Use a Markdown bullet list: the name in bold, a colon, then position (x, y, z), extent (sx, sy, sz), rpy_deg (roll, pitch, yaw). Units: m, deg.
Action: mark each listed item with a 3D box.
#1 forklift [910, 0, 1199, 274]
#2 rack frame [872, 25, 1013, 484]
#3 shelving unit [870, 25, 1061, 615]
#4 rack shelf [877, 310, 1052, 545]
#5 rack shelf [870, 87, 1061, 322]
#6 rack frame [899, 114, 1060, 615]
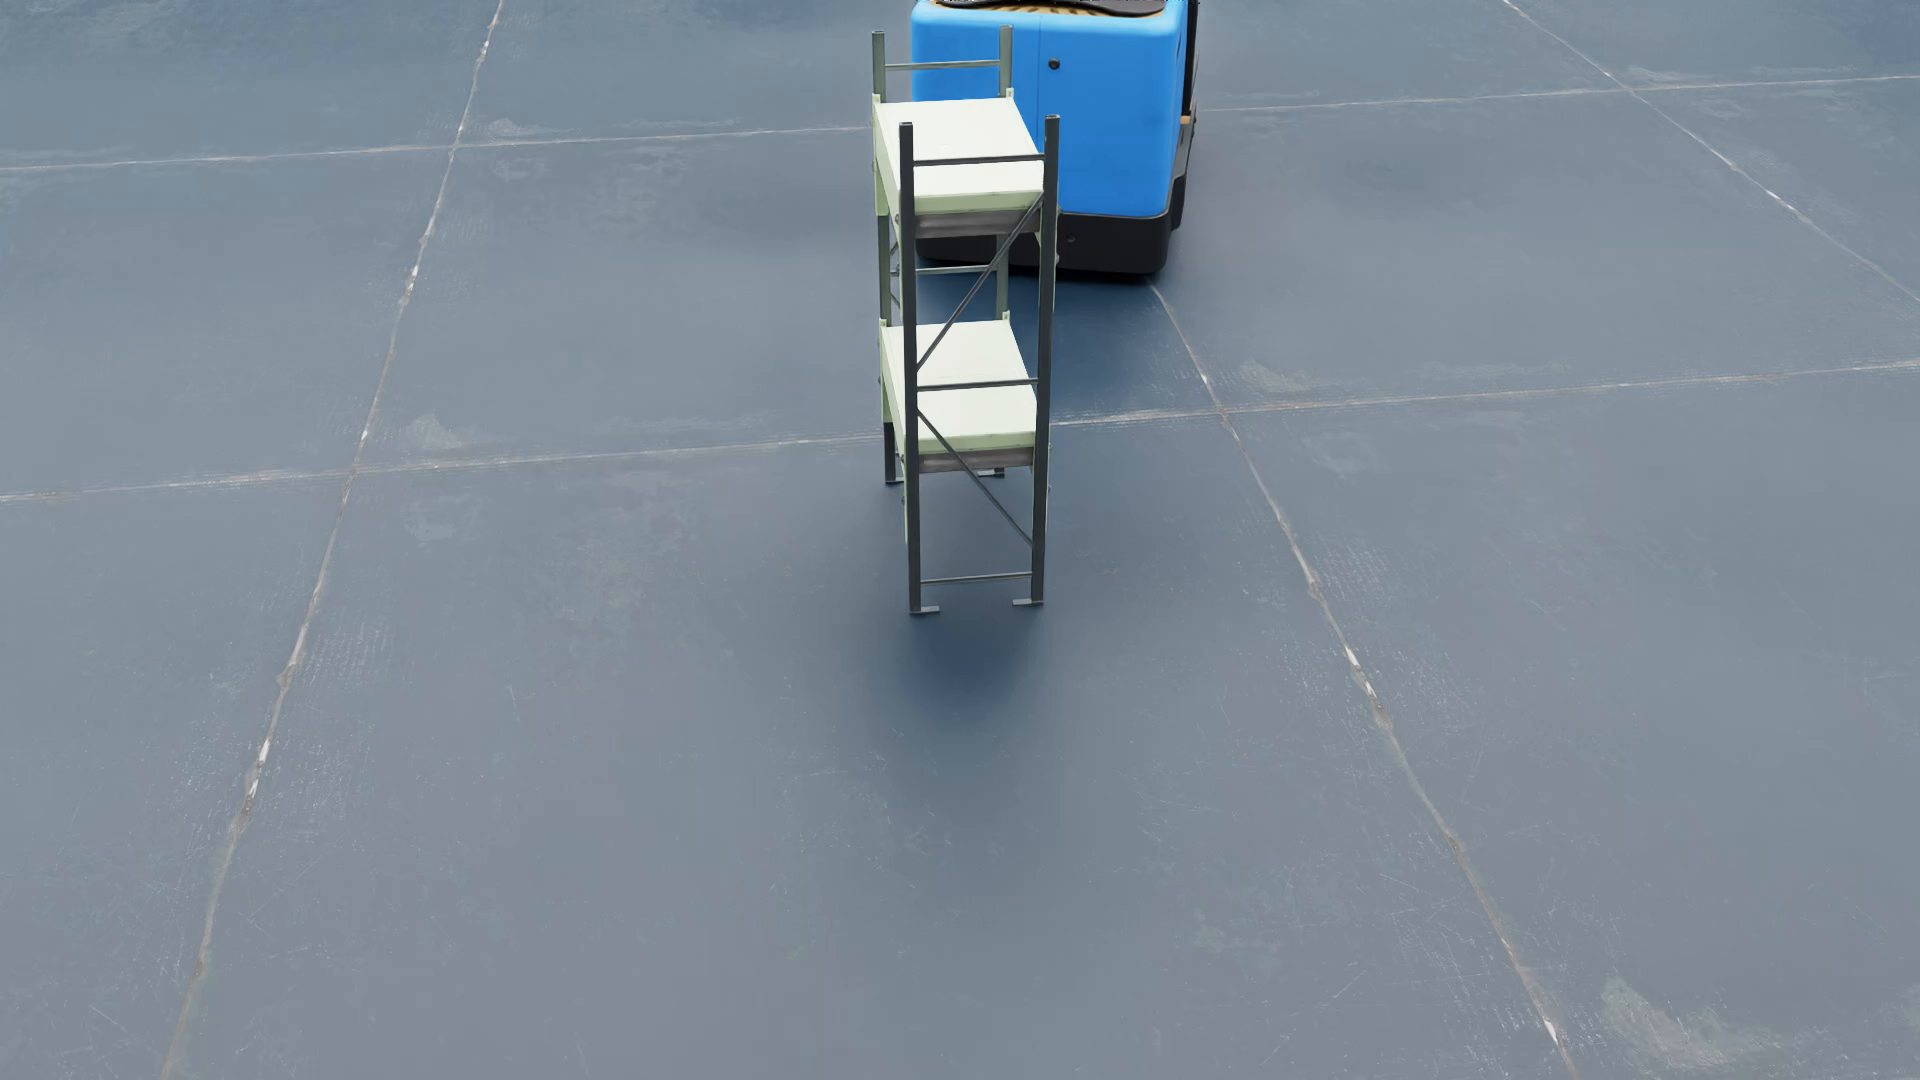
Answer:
- **forklift**: position (0.555, -3.103, 7.201), extent (1.130, 2.935, 3.031), rpy_deg (6, 35, 8)
- **rack frame**: position (-0.050, -0.828, 5.133), extent (0.400, 1.500, 0.023), rpy_deg (-4, 35, -6)
- **shelving unit**: position (-0.001, -0.623, 4.833), extent (0.431, 1.500, 0.755), rpy_deg (-4, 35, -6)
- **rack shelf**: position (-0.001, -0.354, 5.017), extent (0.431, 0.370, 0.720), rpy_deg (-4, 35, -6)
- **rack shelf**: position (-0.001, -0.946, 4.613), extent (0.431, 0.370, 0.720), rpy_deg (-4, 35, -6)
- **rack frame**: position (0.048, -0.419, 4.533), extent (0.400, 1.500, 0.023), rpy_deg (-4, 35, -6)
